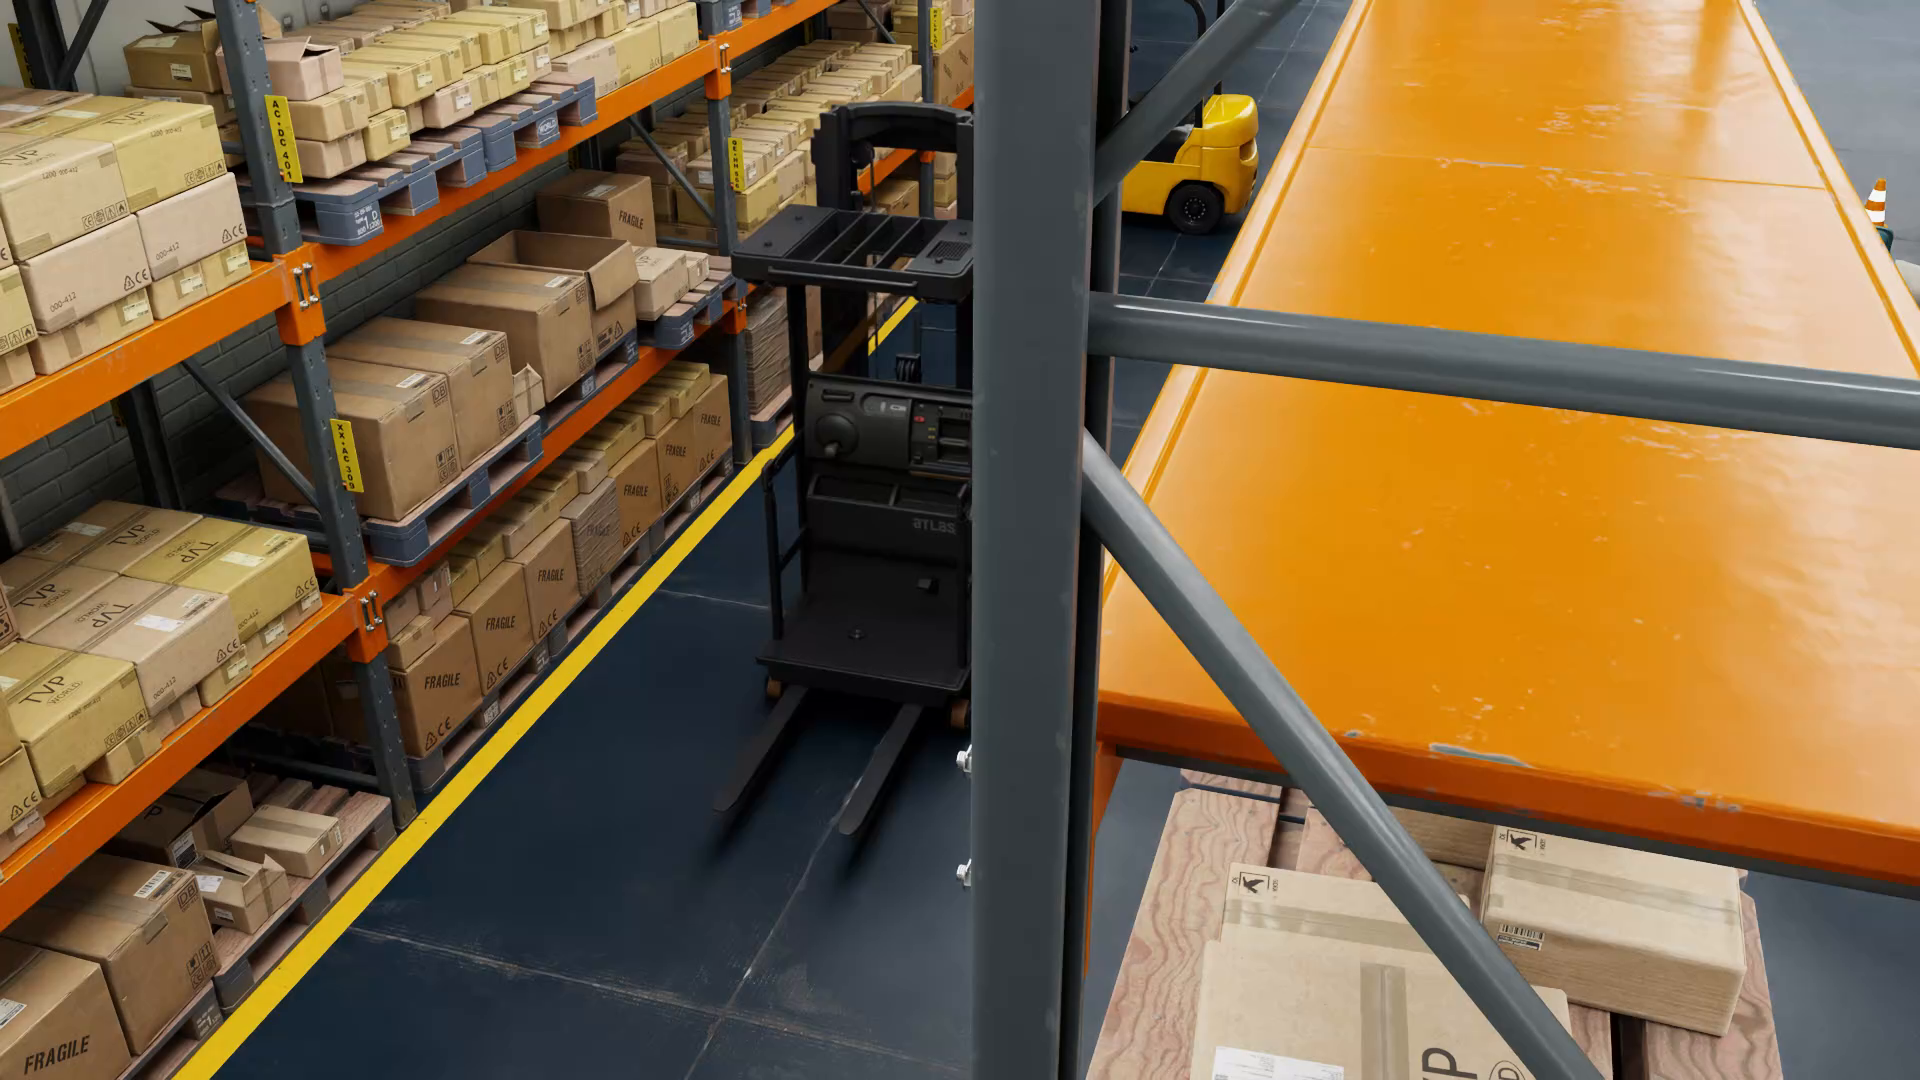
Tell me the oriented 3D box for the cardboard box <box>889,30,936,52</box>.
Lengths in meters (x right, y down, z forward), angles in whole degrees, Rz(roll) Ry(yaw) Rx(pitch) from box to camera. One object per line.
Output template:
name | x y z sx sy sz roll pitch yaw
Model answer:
cardboard box | -0.375 -4.200 13.943 0.380 0.149 0.250 8 30 14

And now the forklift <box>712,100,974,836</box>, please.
forklift | -0.391 -0.521 8.171 1.130 2.935 3.031 8 30 14

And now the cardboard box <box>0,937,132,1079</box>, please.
cardboard box | -3.433 1.830 6.014 0.500 0.500 0.500 9 30 16

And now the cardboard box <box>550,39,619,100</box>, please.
cardboard box | -2.106 -2.409 8.563 0.500 0.250 0.500 9 30 15

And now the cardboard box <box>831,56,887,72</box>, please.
cardboard box | -0.788 -3.670 12.991 0.380 0.149 0.250 8 30 15

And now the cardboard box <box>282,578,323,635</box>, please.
cardboard box | -2.920 0.250 6.973 0.380 0.149 0.250 9 30 16

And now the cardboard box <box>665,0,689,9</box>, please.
cardboard box | -1.768 -3.123 9.437 0.380 0.149 0.250 9 30 16

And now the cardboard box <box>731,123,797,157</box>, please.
cardboard box | -1.326 -2.707 11.260 0.380 0.149 0.250 9 30 15

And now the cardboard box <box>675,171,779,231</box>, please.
cardboard box | -1.506 -2.224 10.802 0.500 0.250 0.500 8 30 15

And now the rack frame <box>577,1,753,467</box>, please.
rack frame | -1.894 -1.903 10.585 1.000 3.000 0.127 8 30 15

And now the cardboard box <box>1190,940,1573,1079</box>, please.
cardboard box | 0.550 0.827 2.212 0.500 0.250 0.500 6 30 10

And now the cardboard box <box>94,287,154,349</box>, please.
cardboard box | -3.053 -0.799 5.773 0.380 0.149 0.250 10 30 17

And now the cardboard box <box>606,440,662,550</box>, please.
cardboard box | -2.120 -0.292 9.829 0.500 0.500 0.500 10 31 17

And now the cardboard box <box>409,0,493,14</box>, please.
cardboard box | -2.580 -2.723 8.413 0.380 0.149 0.250 8 30 15

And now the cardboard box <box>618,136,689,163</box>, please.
cardboard box | -2.022 -2.548 10.974 0.380 0.149 0.250 9 30 16

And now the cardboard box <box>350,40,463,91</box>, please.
cardboard box | -2.385 -2.048 7.178 0.380 0.149 0.250 8 30 14

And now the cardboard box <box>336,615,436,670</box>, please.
cardboard box | -2.708 0.453 7.823 0.380 0.149 0.250 10 31 17

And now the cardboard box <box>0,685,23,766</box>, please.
cardboard box | -3.411 0.553 5.247 0.500 0.500 0.500 9 30 16

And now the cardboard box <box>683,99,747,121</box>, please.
cardboard box | -1.737 -3.022 11.826 0.380 0.149 0.250 8 30 14

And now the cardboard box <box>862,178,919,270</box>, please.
cardboard box | -0.862 -2.663 13.963 0.875 0.625 0.625 10 31 17

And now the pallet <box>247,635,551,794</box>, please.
pallet | -2.865 0.791 8.611 1.003 0.211 1.213 8 30 15

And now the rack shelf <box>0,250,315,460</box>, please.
rack shelf | -3.655 -0.111 5.018 1.077 0.370 4.000 8 30 15

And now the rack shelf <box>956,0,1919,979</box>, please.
rack shelf | 1.091 -0.541 3.116 1.077 0.370 4.000 8 30 15

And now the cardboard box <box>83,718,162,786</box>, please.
cardboard box | -3.180 0.739 6.094 0.380 0.149 0.250 8 30 14

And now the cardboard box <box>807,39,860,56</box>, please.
cardboard box | -1.028 -3.956 13.506 0.380 0.149 0.250 8 30 14

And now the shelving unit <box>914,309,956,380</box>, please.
shelving unit | 0.116 -0.865 10.262 0.587 1.500 1.083 8 30 14

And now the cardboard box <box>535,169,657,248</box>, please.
cardboard box | -2.194 -1.913 10.069 0.500 0.500 0.500 10 31 17

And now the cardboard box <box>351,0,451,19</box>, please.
cardboard box | -2.664 -2.478 7.951 0.380 0.149 0.250 9 30 16

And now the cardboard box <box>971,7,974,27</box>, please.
cardboard box | -0.028 -4.671 14.791 0.380 0.149 0.250 8 30 14

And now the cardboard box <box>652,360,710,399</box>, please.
cardboard box | -1.796 -1.012 10.455 0.380 0.149 0.250 7 30 12

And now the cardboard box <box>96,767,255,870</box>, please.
cardboard box | -3.488 1.221 7.304 0.500 0.311 0.500 10 30 17

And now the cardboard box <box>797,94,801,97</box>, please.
cardboard box | -1.432 -3.246 12.640 0.500 0.250 0.500 8 30 14

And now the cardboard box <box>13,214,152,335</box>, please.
cardboard box | -3.112 -0.916 5.574 0.500 0.250 0.500 7 30 13

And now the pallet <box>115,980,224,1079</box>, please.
pallet | -3.626 2.063 6.326 1.003 0.211 1.213 8 30 15

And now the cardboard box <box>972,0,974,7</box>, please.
cardboard box | -0.062 -4.808 14.732 0.380 0.149 0.250 8 30 14

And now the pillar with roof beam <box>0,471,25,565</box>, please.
pillar with roof beam | -0.018 -1.856 4.330 9.100 9.000 0.400 8 30 15

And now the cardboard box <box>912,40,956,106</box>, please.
cardboard box | -0.340 -3.974 14.206 0.500 0.500 0.500 8 30 13

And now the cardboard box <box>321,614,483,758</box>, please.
cardboard box | -2.711 0.672 8.096 0.500 0.500 0.500 10 31 17

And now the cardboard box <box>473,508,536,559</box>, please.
cardboard box | -2.460 -0.048 8.723 0.380 0.149 0.250 8 30 15

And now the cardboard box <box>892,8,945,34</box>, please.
cardboard box | -0.342 -4.325 13.863 0.380 0.149 0.250 9 30 16

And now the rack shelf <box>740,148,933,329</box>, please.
rack shelf | -1.307 -2.518 12.431 1.077 0.370 4.000 8 30 15

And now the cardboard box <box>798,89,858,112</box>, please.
cardboard box | -0.958 -3.166 12.086 0.380 0.149 0.250 8 30 14

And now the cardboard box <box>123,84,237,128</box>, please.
cardboard box | -3.091 -1.758 6.657 0.380 0.149 0.250 8 30 14

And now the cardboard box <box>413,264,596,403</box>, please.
cardboard box | -2.330 -1.069 8.552 0.700 0.500 0.500 8 30 15

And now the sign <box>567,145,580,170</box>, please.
sign | -2.425 -2.487 10.443 0.100 0.325 0.005 8 30 15

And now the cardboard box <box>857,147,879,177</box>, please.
cardboard box | -0.935 -2.964 12.647 0.500 0.250 0.500 9 30 15

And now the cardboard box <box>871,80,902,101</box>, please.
cardboard box | -0.763 -3.410 12.934 0.500 0.250 0.500 8 30 14

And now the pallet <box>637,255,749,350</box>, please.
pallet | -2.025 -1.494 10.048 1.213 0.211 1.003 8 30 15

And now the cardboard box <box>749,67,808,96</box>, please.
cardboard box | -1.383 -3.489 12.667 0.380 0.149 0.250 8 30 15

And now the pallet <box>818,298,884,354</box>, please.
pallet | -1.255 -1.626 12.957 1.003 0.211 1.213 8 30 15

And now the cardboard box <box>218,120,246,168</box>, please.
cardboard box | -3.045 -1.623 6.720 0.380 0.149 0.250 8 30 15

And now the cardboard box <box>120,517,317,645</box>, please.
cardboard box | -2.984 0.163 6.720 0.500 0.250 0.500 9 30 16

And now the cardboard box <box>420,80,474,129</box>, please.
cardboard box | -2.354 -1.907 7.230 0.380 0.149 0.250 9 30 16

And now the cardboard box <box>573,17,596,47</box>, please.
cardboard box | -2.116 -2.657 8.599 0.380 0.149 0.250 9 30 15

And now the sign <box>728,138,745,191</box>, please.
sign | -1.372 -2.301 10.192 0.100 0.325 0.005 8 30 15

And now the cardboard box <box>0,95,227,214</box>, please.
cardboard box | -2.986 -1.369 5.874 0.500 0.250 0.500 9 30 15

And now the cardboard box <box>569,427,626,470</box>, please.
cardboard box | -2.160 -0.532 9.593 0.380 0.149 0.250 8 30 14

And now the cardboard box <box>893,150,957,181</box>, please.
cardboard box | -0.278 -3.361 14.574 0.500 0.250 0.500 8 30 14
